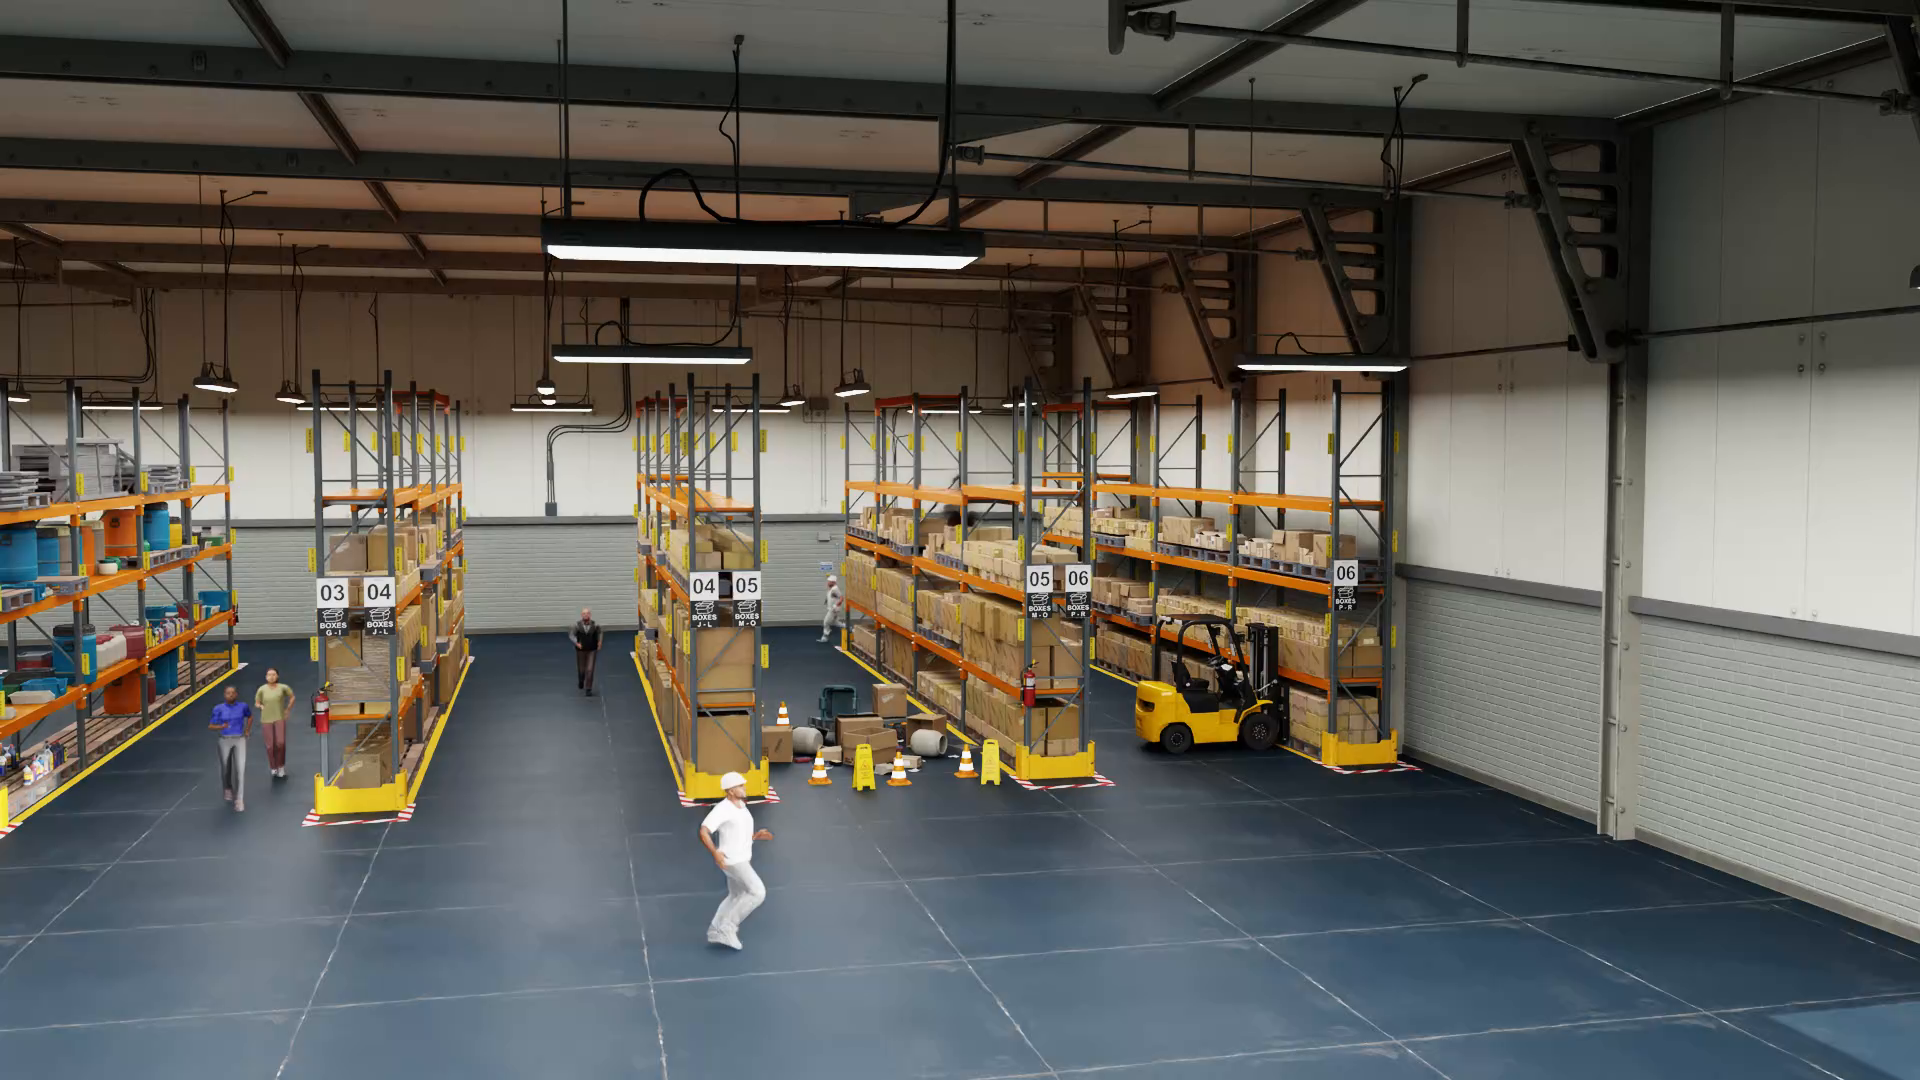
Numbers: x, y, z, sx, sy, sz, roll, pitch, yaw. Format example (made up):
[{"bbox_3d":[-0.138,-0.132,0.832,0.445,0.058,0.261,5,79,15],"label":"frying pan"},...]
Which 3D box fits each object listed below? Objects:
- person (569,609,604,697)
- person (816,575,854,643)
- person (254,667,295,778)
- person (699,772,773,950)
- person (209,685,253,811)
[{"bbox_3d":[-7.468,2.235,33.293,0.685,1.720,0.771,-1,3,-15],"label":"person"},{"bbox_3d":[-3.108,1.735,41.629,0.960,1.721,0.679,-1,3,-9],"label":"person"},{"bbox_3d":[-10.264,2.738,24.888,0.562,1.649,0.595,-1,3,-16],"label":"person"},{"bbox_3d":[-2.191,3.168,16.461,0.678,1.743,0.679,0,3,6],"label":"person"},{"bbox_3d":[-10.022,2.830,22.894,0.576,1.675,0.853,-2,4,-26],"label":"person"}]
